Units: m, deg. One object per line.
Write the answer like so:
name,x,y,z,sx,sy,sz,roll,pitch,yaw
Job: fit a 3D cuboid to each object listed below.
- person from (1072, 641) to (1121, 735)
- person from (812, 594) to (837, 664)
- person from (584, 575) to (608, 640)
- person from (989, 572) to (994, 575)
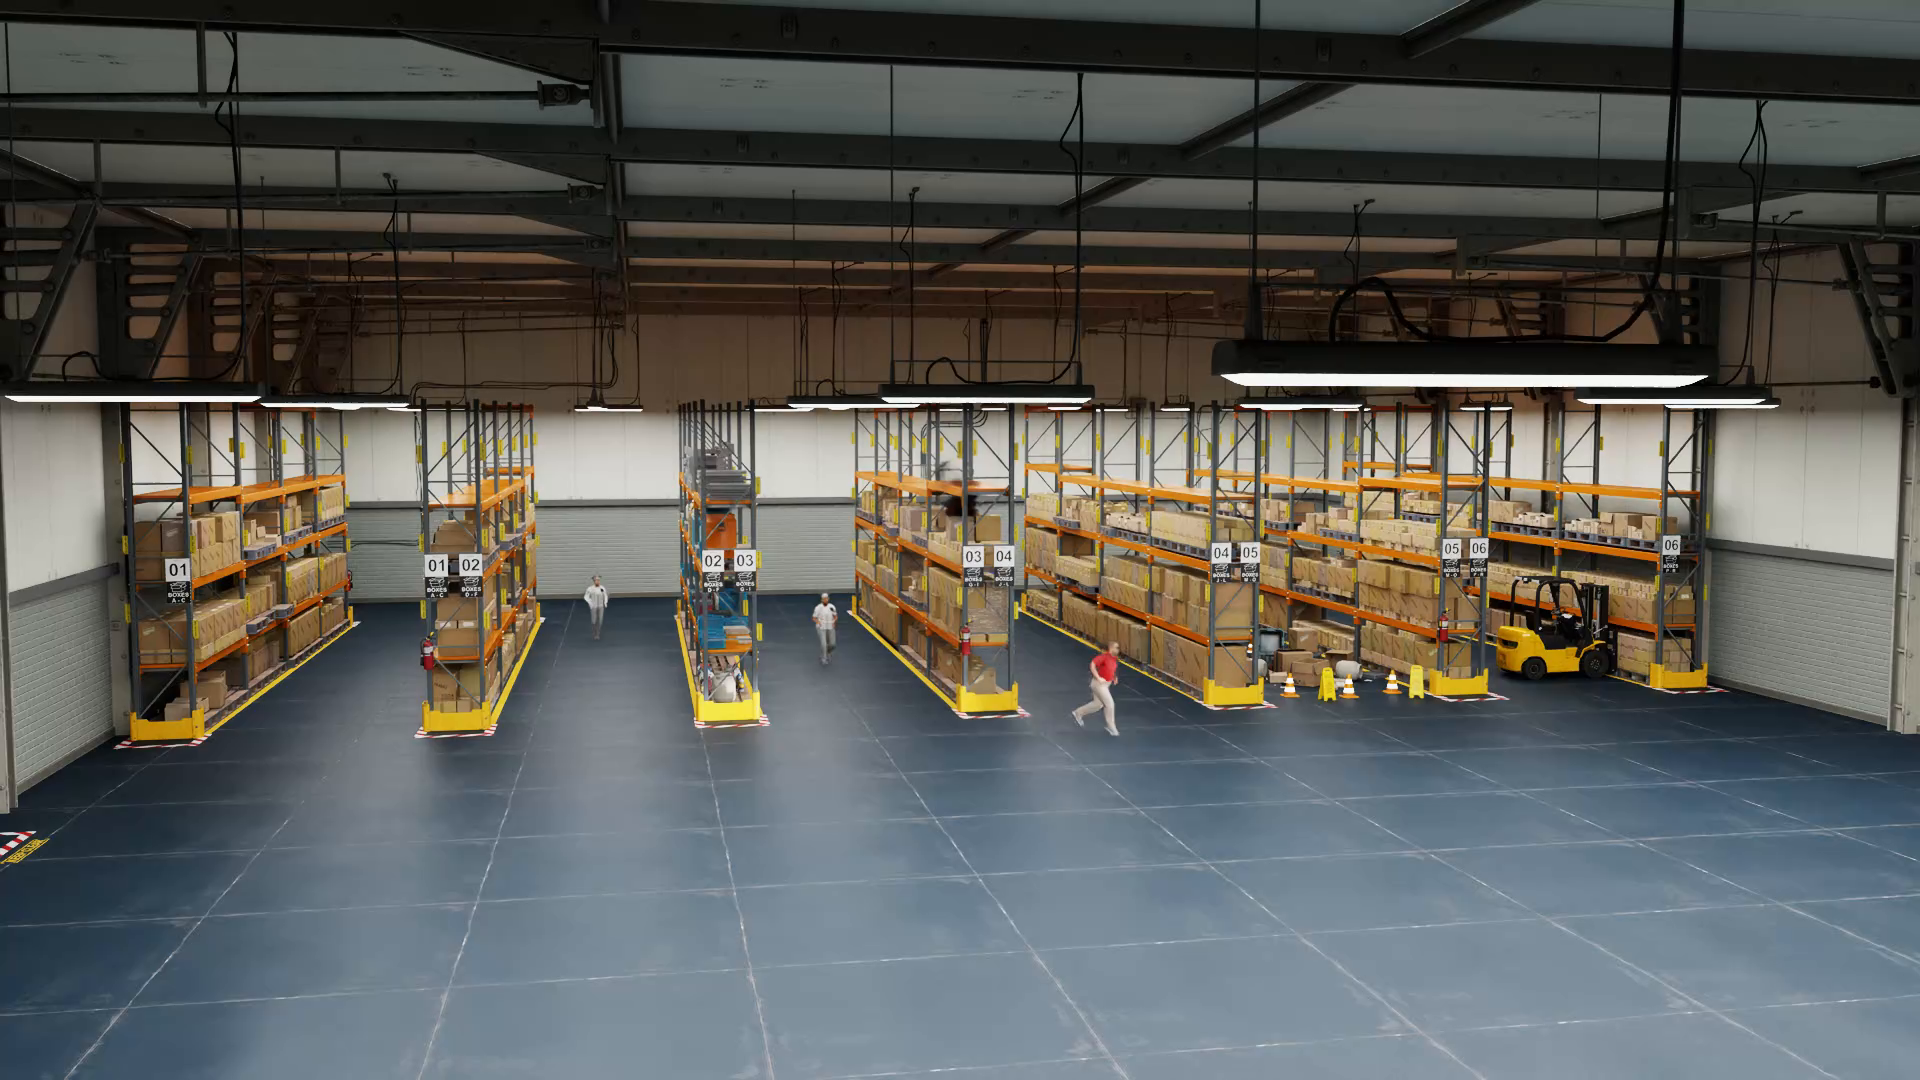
person,2.461,2.664,29.874,0.938,1.744,0.677,2,5,28
person,-3.077,2.037,38.140,0.602,1.618,0.557,-1,4,-16
person,-9.245,1.704,42.332,0.602,1.652,0.543,-2,5,-25
person,1.059,1.432,46.096,0.560,1.715,0.752,-1,4,-7
